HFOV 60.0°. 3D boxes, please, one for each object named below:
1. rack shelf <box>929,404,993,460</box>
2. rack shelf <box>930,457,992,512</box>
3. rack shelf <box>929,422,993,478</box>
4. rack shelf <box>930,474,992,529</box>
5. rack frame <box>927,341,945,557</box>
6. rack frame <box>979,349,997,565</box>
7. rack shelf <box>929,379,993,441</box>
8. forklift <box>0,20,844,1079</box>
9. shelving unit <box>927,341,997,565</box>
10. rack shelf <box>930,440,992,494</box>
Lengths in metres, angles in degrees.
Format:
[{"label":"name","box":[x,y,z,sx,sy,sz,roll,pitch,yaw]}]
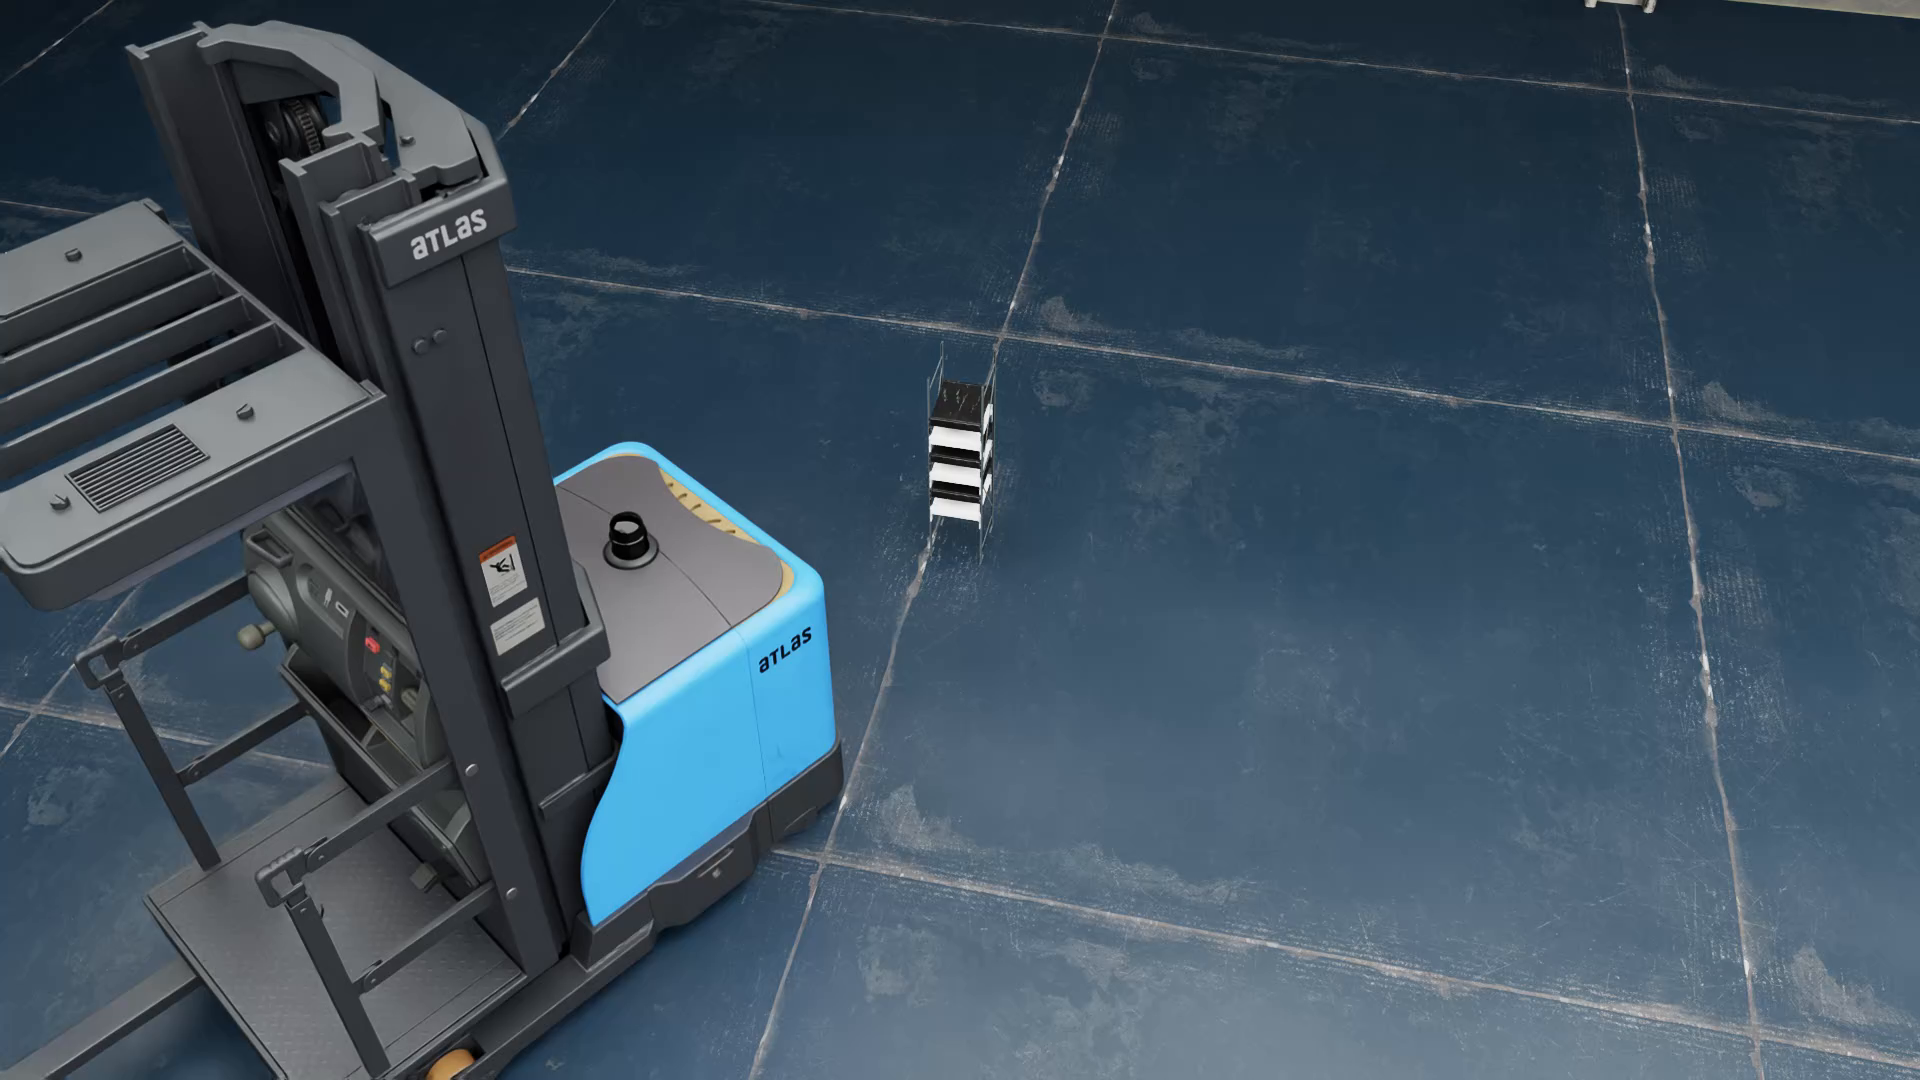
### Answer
[{"label":"rack shelf","box":[0.008,-0.429,6.335,0.200,0.077,0.258,9,45,9]},{"label":"rack shelf","box":[0.008,-0.234,6.522,0.200,0.077,0.258,9,45,9]},{"label":"rack shelf","box":[0.008,-0.364,6.397,0.200,0.077,0.258,9,45,9]},{"label":"rack shelf","box":[0.008,-0.169,6.585,0.200,0.077,0.258,9,45,9]},{"label":"rack frame","box":[-0.091,-0.338,6.453,0.006,0.900,0.240,9,45,9]},{"label":"rack frame","box":[0.107,-0.308,6.421,0.006,0.900,0.240,9,45,9]},{"label":"rack shelf","box":[0.008,-0.493,6.273,0.200,0.077,0.258,9,45,9]},{"label":"forklift","box":[-1.799,0.322,4.302,1.130,2.935,3.031,35,54,31]},{"label":"shelving unit","box":[0.008,-0.323,6.437,0.210,0.900,0.258,9,45,9]},{"label":"rack shelf","box":[0.008,-0.299,6.460,0.200,0.077,0.258,9,45,9]}]
